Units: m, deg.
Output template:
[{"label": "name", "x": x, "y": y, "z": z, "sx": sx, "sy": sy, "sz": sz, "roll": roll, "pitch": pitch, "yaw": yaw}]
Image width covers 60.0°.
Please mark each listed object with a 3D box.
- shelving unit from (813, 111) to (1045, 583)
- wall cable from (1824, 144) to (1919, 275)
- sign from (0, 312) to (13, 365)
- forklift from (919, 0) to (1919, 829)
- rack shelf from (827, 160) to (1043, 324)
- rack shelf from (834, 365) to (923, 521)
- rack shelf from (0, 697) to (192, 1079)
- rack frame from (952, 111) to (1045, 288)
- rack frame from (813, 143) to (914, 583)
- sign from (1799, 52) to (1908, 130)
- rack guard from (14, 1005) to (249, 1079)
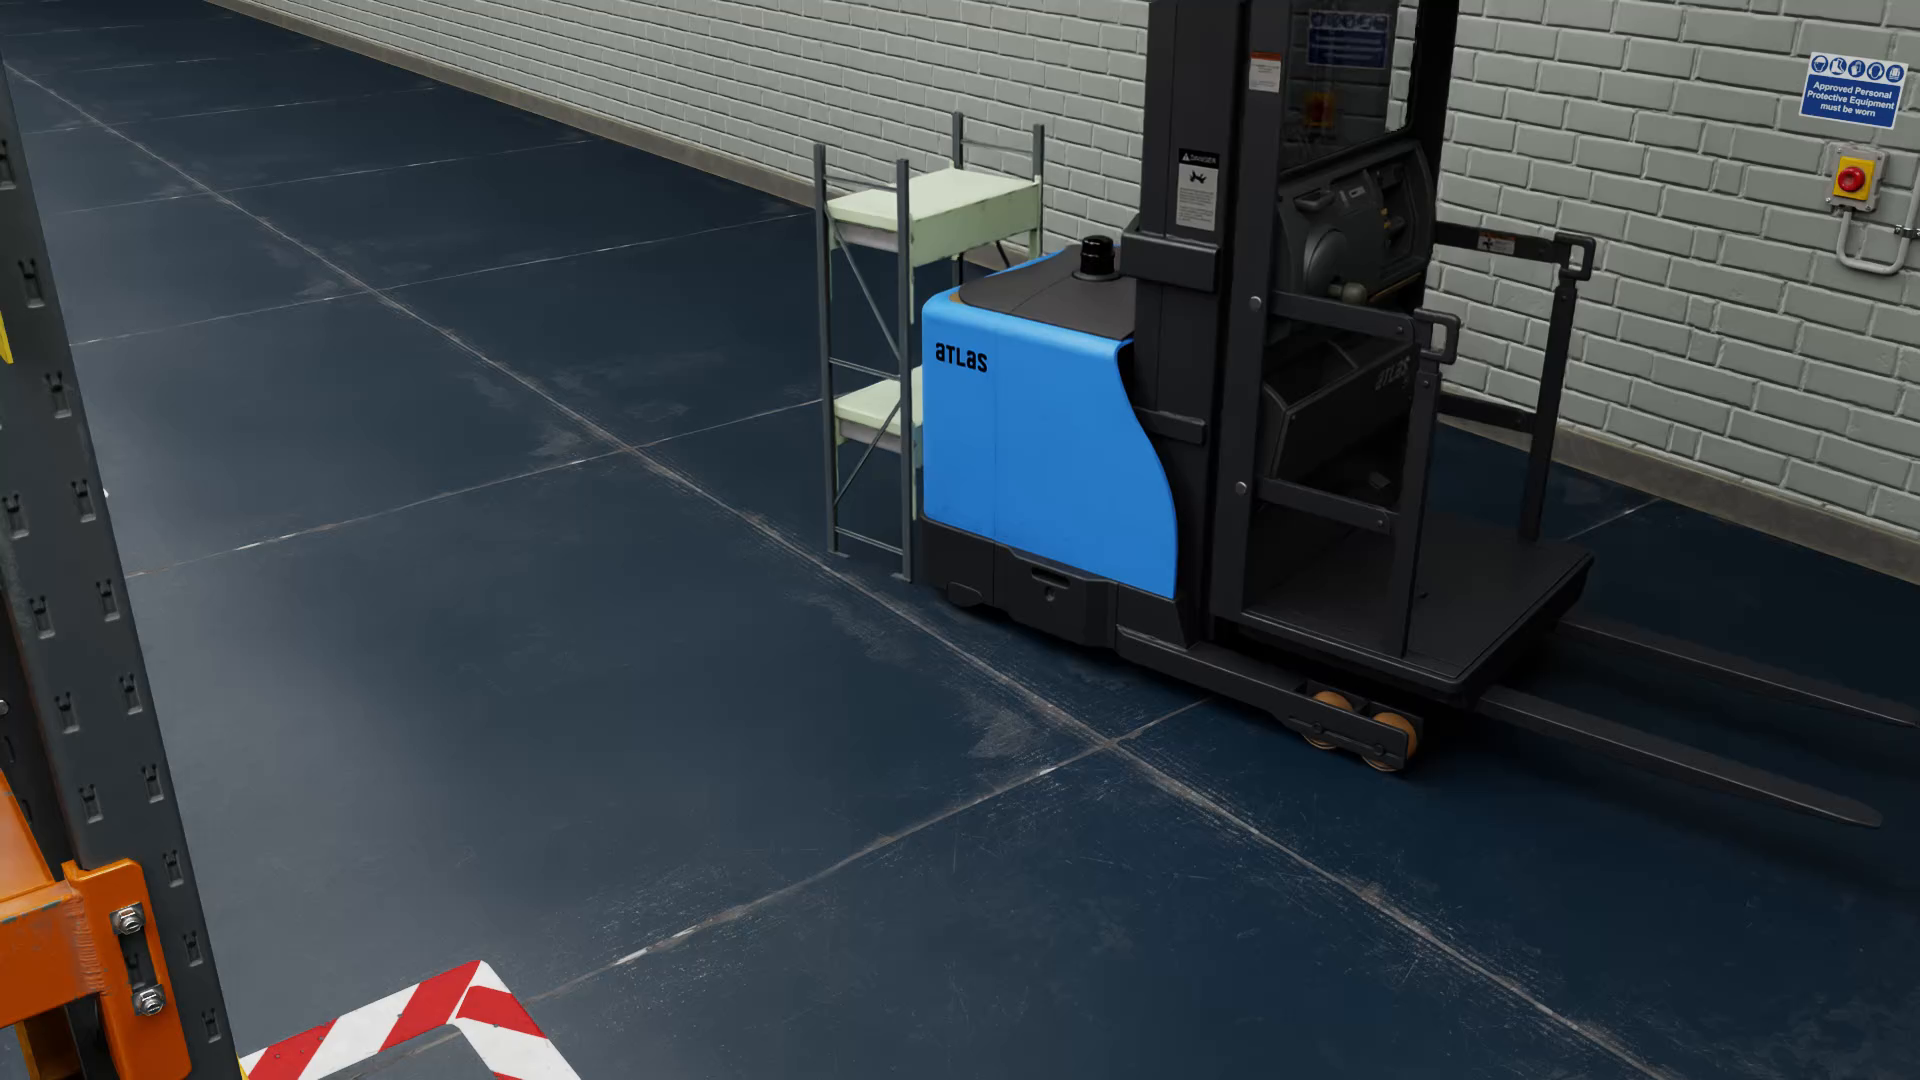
[{"label": "shelving unit", "x": -0.096, "y": -0.703, "z": 5.982, "sx": 0.431, "sy": 1.500, "sz": 0.755, "roll": 19, "pitch": 31, "yaw": 35}, {"label": "wall cable", "x": 3.024, "y": -1.855, "z": 5.439, "sx": 0.123, "sy": 1.953, "sz": 0.585, "roll": -18, "pitch": 31, "yaw": -34}, {"label": "sign", "x": -1.075, "y": -0.356, "z": 1.798, "sx": 0.005, "sy": 0.325, "sz": 0.100, "roll": -18, "pitch": 31, "yaw": -34}, {"label": "forklift", "x": 1.328, "y": -0.913, "z": 4.735, "sx": 3.031, "sy": 2.935, "sz": 1.130, "roll": 19, "pitch": 31, "yaw": 34}, {"label": "rack shelf", "x": -0.096, "y": -1.057, "z": 5.818, "sx": 0.431, "sy": 0.370, "sz": 0.720, "roll": 19, "pitch": 31, "yaw": 35}, {"label": "rack shelf", "x": -0.096, "y": -0.407, "z": 6.120, "sx": 0.431, "sy": 0.370, "sz": 0.720, "roll": 19, "pitch": 31, "yaw": 35}, {"label": "rack shelf", "x": -2.973, "y": 0.939, "z": 1.519, "sx": 4.000, "sy": 0.370, "sz": 1.077, "roll": -18, "pitch": 31, "yaw": -34}, {"label": "rack frame", "x": 0.134, "y": -0.823, "z": 6.241, "sx": 0.400, "sy": 1.500, "sz": 0.023, "roll": 19, "pitch": 31, "yaw": 35}, {"label": "rack frame", "x": -0.325, "y": -0.583, "z": 5.724, "sx": 0.400, "sy": 1.500, "sz": 0.023, "roll": 19, "pitch": 31, "yaw": 35}, {"label": "sign", "x": 3.042, "y": -1.534, "z": 5.671, "sx": 0.001, "sy": 0.218, "sz": 0.327, "roll": -18, "pitch": 31, "yaw": -34}, {"label": "rack guard", "x": -1.380, "y": 1.221, "z": 3.026, "sx": 0.348, "sy": 0.500, "sz": 1.175, "roll": -18, "pitch": 31, "yaw": -34}]
